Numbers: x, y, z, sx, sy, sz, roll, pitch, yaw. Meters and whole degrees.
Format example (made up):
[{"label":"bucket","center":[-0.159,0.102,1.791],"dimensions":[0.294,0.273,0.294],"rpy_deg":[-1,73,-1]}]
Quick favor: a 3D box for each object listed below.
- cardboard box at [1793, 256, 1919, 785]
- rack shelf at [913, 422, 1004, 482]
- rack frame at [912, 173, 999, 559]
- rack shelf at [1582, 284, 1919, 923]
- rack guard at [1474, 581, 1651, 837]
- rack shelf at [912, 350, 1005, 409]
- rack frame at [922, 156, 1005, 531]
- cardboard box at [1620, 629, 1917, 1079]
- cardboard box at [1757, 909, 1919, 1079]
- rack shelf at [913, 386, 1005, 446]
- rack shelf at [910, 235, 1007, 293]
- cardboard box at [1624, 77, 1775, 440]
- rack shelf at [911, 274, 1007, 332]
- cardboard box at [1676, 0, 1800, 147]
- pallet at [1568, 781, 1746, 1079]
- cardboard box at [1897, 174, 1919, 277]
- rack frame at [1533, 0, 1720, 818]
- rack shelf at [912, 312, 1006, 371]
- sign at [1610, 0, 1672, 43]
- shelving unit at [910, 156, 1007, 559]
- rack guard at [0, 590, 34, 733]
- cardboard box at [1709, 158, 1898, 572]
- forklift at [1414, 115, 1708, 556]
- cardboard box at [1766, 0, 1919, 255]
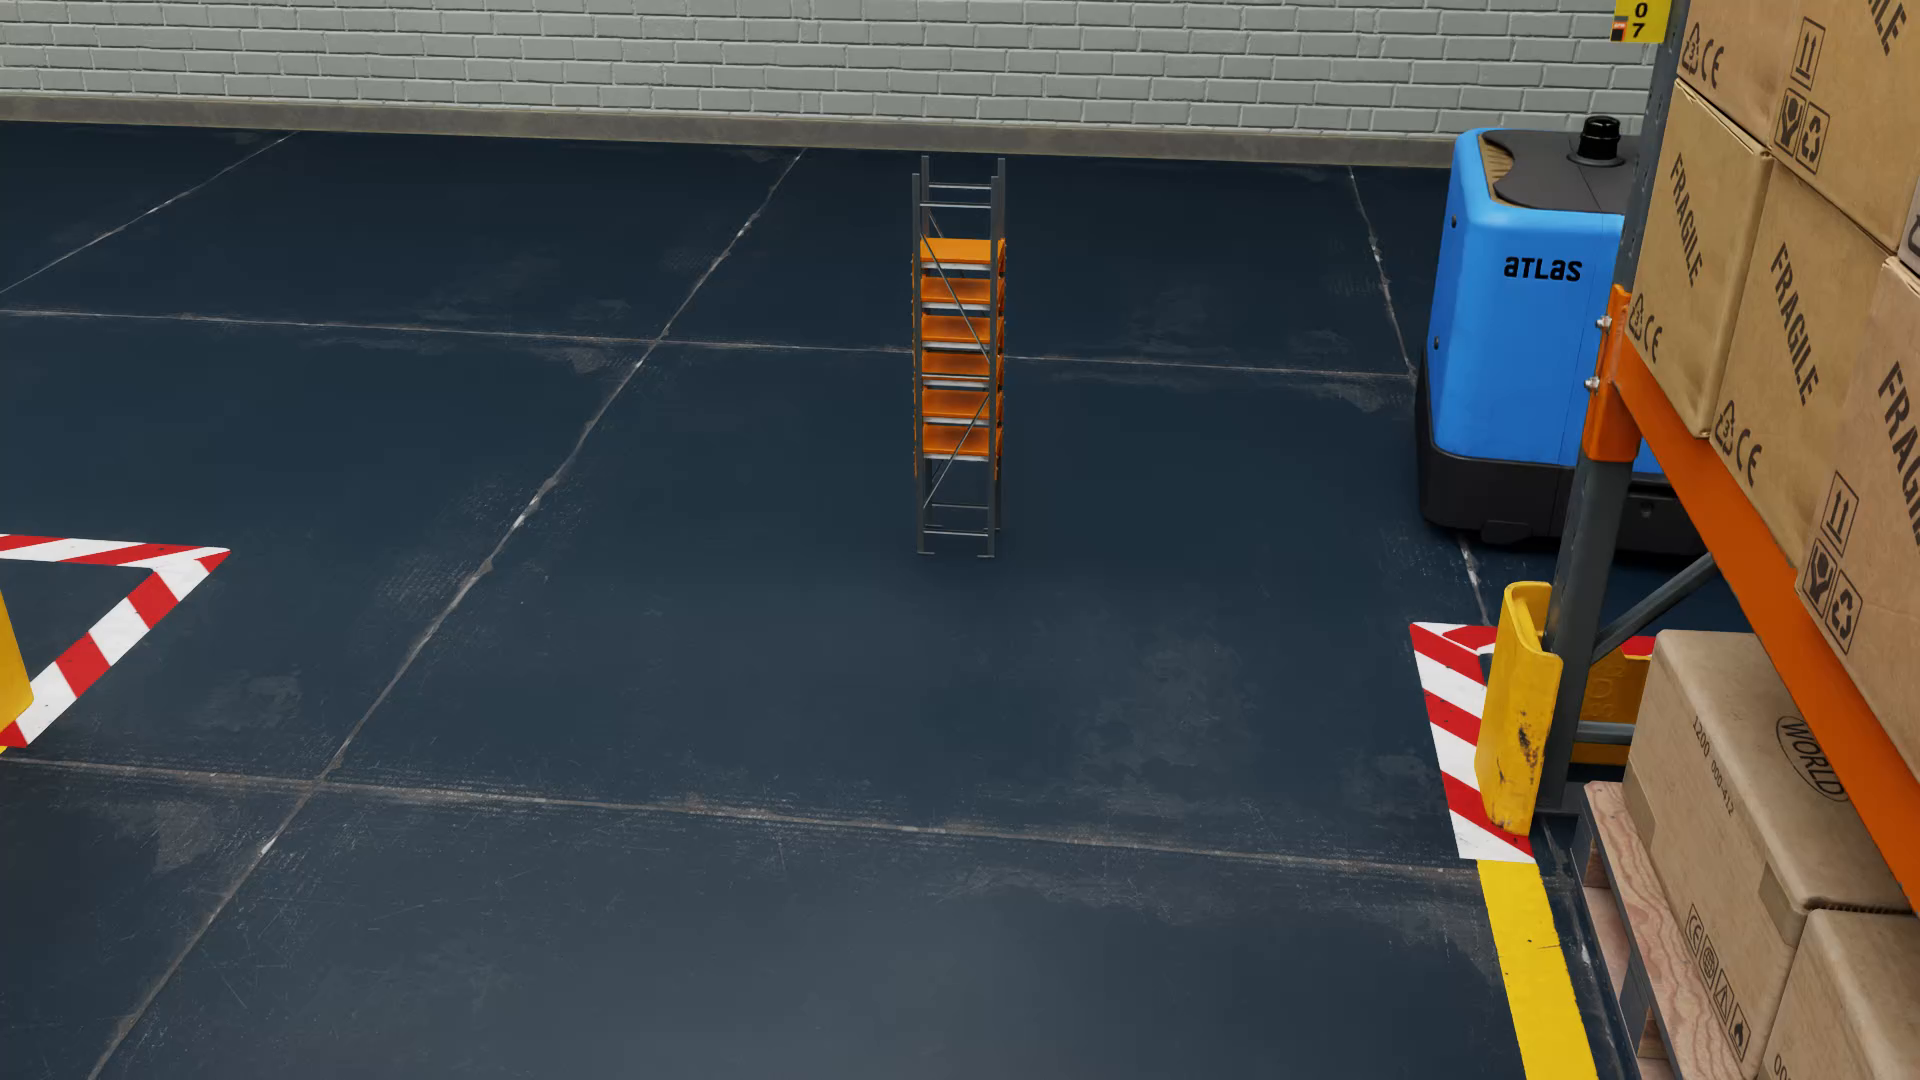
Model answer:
[{"label":"cardboard box","center":[1.405,-0.015,2.010],"dimensions":[0.500,0.500,0.500],"rpy_deg":[3,28,6]},{"label":"rack shelf","center":[-0.002,-0.271,5.088],"dimensions":[0.258,0.103,0.180],"rpy_deg":[3,28,6]},{"label":"rack frame","center":[-0.013,-0.478,4.873],"dimensions":[0.240,1.200,0.006],"rpy_deg":[3,28,6]},{"label":"rack shelf","center":[1.618,0.600,1.733],"dimensions":[1.077,0.370,4.000],"rpy_deg":[3,28,6]},{"label":"rack guard","center":[1.866,0.431,3.923],"dimensions":[1.175,0.500,0.348],"rpy_deg":[3,28,6]},{"label":"rack shelf","center":[-0.002,-0.482,4.974],"dimensions":[0.258,0.103,0.180],"rpy_deg":[3,28,6]},{"label":"rack frame","center":[0.009,-0.564,5.033],"dimensions":[0.240,1.200,0.006],"rpy_deg":[3,28,6]},{"label":"cardboard box","center":[1.881,0.601,3.230],"dimensions":[0.875,0.438,0.875],"rpy_deg":[2,28,4]},{"label":"cardboard box","center":[1.777,1.032,2.430],"dimensions":[0.875,0.438,0.875],"rpy_deg":[4,29,8]},{"label":"rack shelf","center":[-0.002,-0.377,5.031],"dimensions":[0.258,0.103,0.180],"rpy_deg":[3,28,6]},{"label":"rack shelf","center":[-0.002,-0.799,4.803],"dimensions":[0.258,0.103,0.180],"rpy_deg":[3,28,6]},{"label":"cardboard box","center":[1.519,-0.493,2.898],"dimensions":[0.500,0.500,0.500],"rpy_deg":[3,28,6]},{"label":"rack shelf","center":[-0.002,-0.694,4.860],"dimensions":[0.258,0.103,0.180],"rpy_deg":[3,28,6]},{"label":"cardboard box","center":[1.521,-0.933,2.660],"dimensions":[0.500,0.500,0.500],"rpy_deg":[3,28,5]},{"label":"pallet","center":[1.842,0.950,3.264],"dimensions":[1.003,0.211,1.213],"rpy_deg":[3,28,6]},{"label":"cardboard box","center":[1.410,-0.447,1.757],"dimensions":[0.500,0.500,0.500],"rpy_deg":[3,28,6]},{"label":"rack frame","center":[1.863,-0.658,3.310],"dimensions":[1.000,3.000,0.127],"rpy_deg":[3,28,6]},{"label":"rack shelf","center":[-0.002,-0.588,4.917],"dimensions":[0.258,0.103,0.180],"rpy_deg":[3,28,6]},{"label":"sign","center":[1.313,-1.110,3.151],"dimensions":[0.100,0.325,0.005],"rpy_deg":[3,28,6]},{"label":"shelving unit","center":[-0.002,-0.521,4.953],"dimensions":[0.258,1.200,0.189],"rpy_deg":[3,28,6]},{"label":"rack guard","center":[-3.072,0.238,4.282],"dimensions":[1.175,0.500,0.348],"rpy_deg":[3,28,6]},{"label":"cardboard box","center":[1.485,-0.254,2.453],"dimensions":[0.500,0.500,0.500],"rpy_deg":[3,28,5]},{"label":"forklift","center":[3.029,-1.363,4.690],"dimensions":[3.031,2.935,1.130],"rpy_deg":[6,29,11]},{"label":"cardboard box","center":[1.465,-0.690,2.208],"dimensions":[0.500,0.500,0.500],"rpy_deg":[3,28,5]}]
